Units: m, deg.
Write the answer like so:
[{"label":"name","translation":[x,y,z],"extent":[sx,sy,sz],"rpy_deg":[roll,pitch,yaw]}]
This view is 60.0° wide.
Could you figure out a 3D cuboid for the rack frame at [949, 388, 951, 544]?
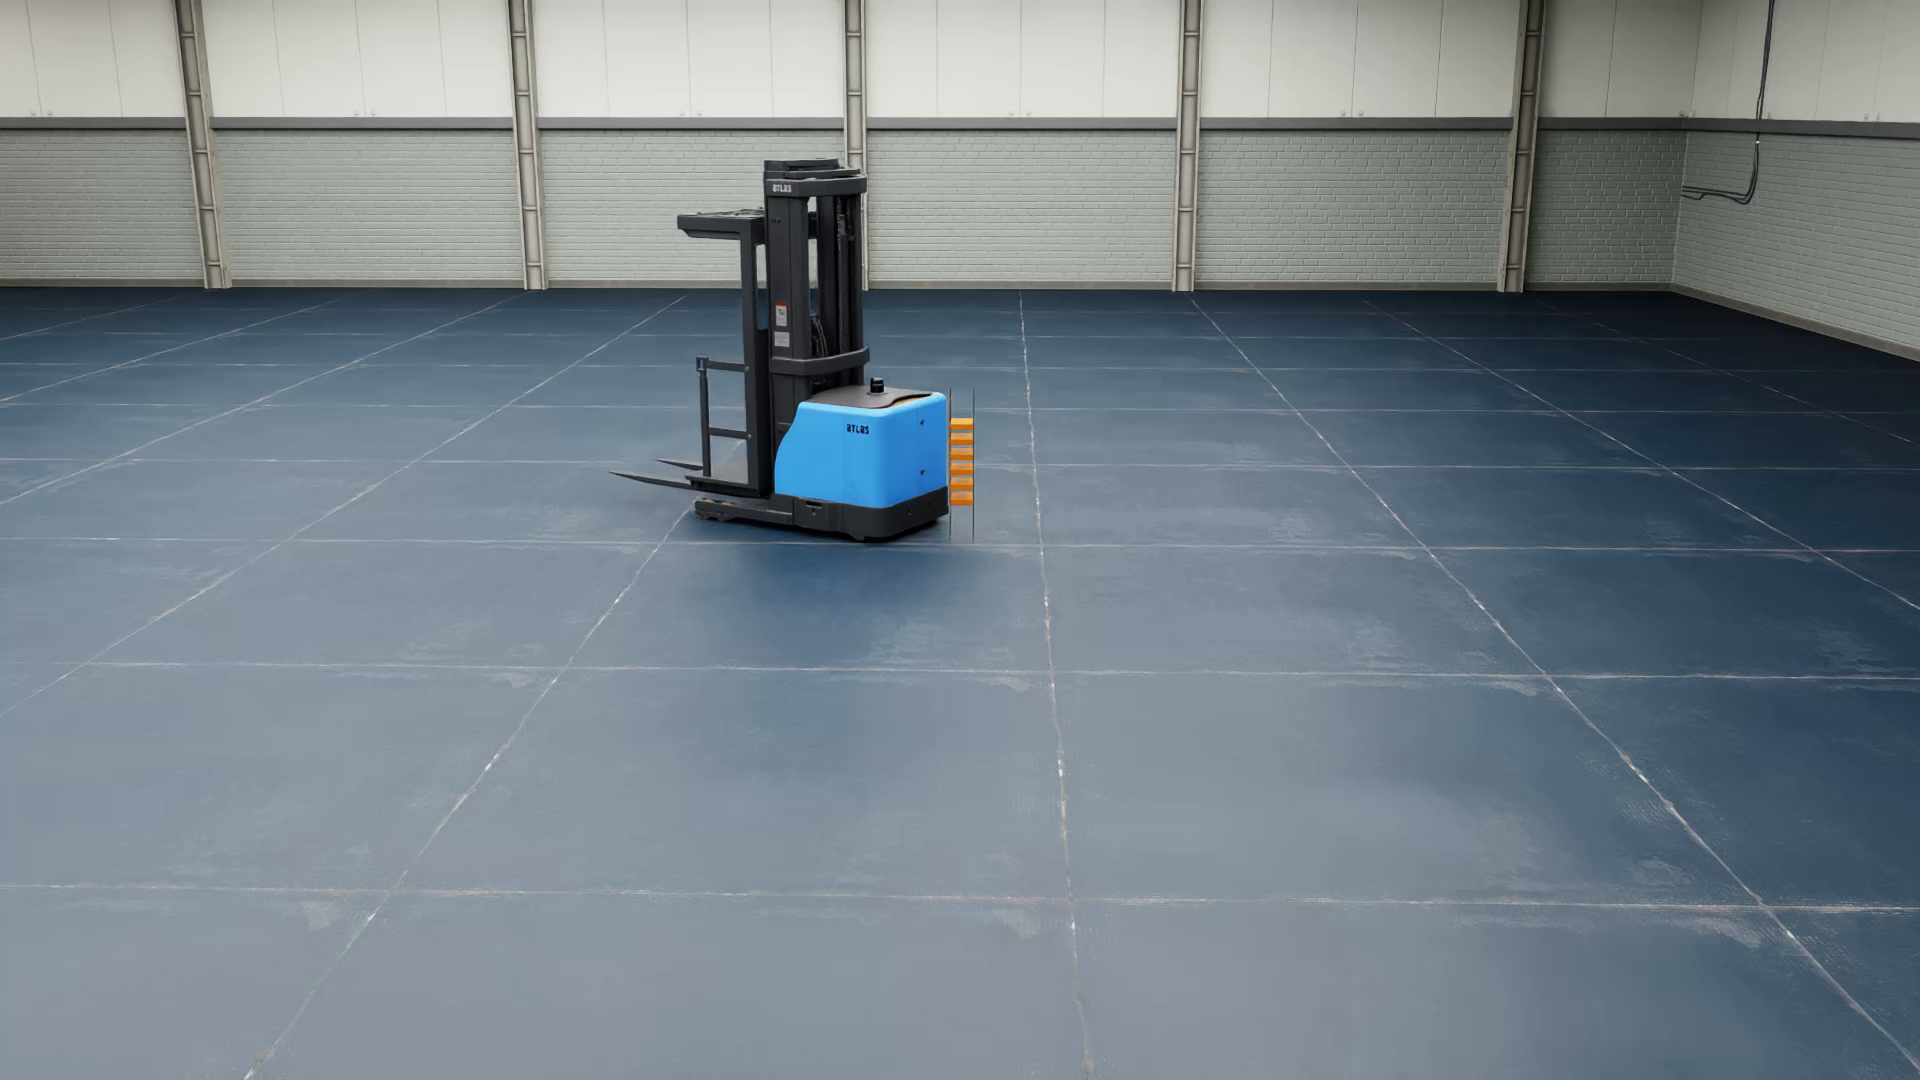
[{"label":"rack frame","translation":[-0.077,-0.581,13.083],"extent":[0.006,1.200,0.240],"rpy_deg":[0,15,1]}]

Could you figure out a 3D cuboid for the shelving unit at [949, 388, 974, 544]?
[{"label":"shelving unit","translation":[0.014,-0.580,13.081],"extent":[0.189,1.200,0.258],"rpy_deg":[0,15,1]}]

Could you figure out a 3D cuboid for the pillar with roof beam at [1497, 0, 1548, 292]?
[{"label":"pillar with roof beam","translation":[9.994,-7.826,25.256],"extent":[0.400,9.000,9.100],"rpy_deg":[0,15,1]}]

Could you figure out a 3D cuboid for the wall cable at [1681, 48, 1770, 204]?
[{"label":"wall cable","translation":[13.015,-7.066,28.462],"extent":[0.112,2.526,3.097],"rpy_deg":[0,15,1]}]

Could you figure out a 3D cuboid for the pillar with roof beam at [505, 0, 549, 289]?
[{"label":"pillar with roof beam","translation":[-8.000,-7.943,25.701],"extent":[0.400,9.000,9.100],"rpy_deg":[0,15,1]}]

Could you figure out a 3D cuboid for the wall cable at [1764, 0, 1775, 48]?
[{"label":"wall cable","translation":[12.946,-8.818,25.203],"extent":[0.112,2.526,3.097],"rpy_deg":[0,15,1]}]

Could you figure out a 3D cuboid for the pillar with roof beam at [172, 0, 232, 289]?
[{"label":"pillar with roof beam","translation":[-13.998,-7.982,25.849],"extent":[0.400,9.000,9.100],"rpy_deg":[0,15,1]}]

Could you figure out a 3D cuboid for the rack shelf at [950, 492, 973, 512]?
[{"label":"rack shelf","translation":[0.014,-0.305,13.153],"extent":[0.180,0.103,0.258],"rpy_deg":[0,15,1]}]

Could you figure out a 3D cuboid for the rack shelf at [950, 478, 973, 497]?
[{"label":"rack shelf","translation":[0.014,-0.421,13.123],"extent":[0.180,0.103,0.258],"rpy_deg":[0,15,1]}]

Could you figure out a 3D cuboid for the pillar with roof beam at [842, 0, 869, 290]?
[{"label":"pillar with roof beam","translation":[-2.002,-7.904,25.552],"extent":[0.400,9.000,9.100],"rpy_deg":[0,15,1]}]

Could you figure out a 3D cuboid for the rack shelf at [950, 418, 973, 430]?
[{"label":"rack shelf","translation":[0.014,-0.885,13.000],"extent":[0.180,0.103,0.258],"rpy_deg":[0,15,1]}]

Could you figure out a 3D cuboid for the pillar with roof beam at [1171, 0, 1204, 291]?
[{"label":"pillar with roof beam","translation":[3.996,-7.865,25.404],"extent":[0.400,9.000,9.100],"rpy_deg":[0,15,1]}]

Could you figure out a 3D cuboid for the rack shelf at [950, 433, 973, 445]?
[{"label":"rack shelf","translation":[0.014,-0.769,13.031],"extent":[0.180,0.103,0.258],"rpy_deg":[0,15,1]}]

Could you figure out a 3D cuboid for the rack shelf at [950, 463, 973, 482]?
[{"label":"rack shelf","translation":[0.014,-0.537,13.092],"extent":[0.180,0.103,0.258],"rpy_deg":[0,15,1]}]

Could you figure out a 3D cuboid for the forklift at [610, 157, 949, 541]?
[{"label":"forklift","translation":[-1.618,-1.670,13.818],"extent":[3.031,2.935,1.130],"rpy_deg":[9,17,30]}]

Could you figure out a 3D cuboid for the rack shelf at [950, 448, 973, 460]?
[{"label":"rack shelf","translation":[0.014,-0.653,13.062],"extent":[0.180,0.103,0.258],"rpy_deg":[0,15,1]}]
